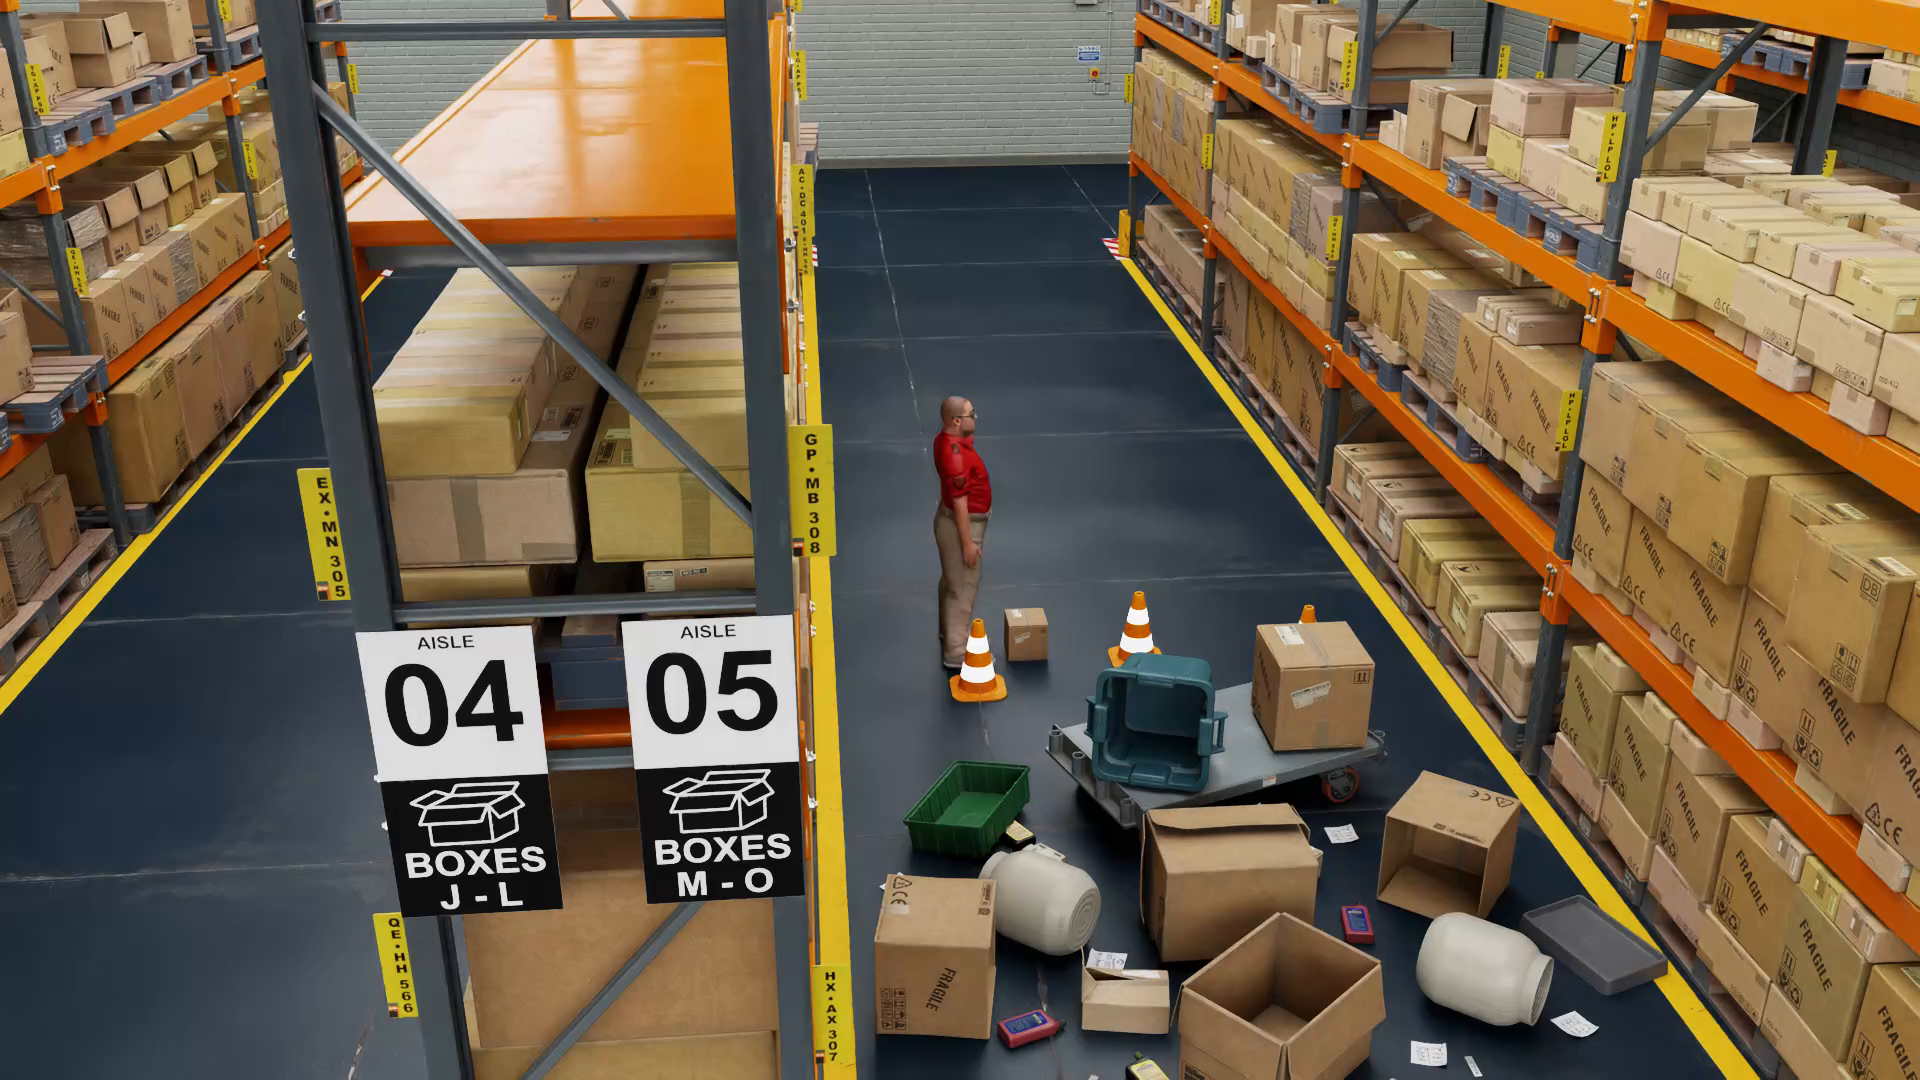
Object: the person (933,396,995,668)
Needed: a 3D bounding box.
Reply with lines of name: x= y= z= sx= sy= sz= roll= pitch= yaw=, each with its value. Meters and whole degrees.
person: x=0.023 y=-0.065 z=10.264 sx=0.368 sy=1.723 sz=0.560 roll=-2 pitch=24 yaw=-5
